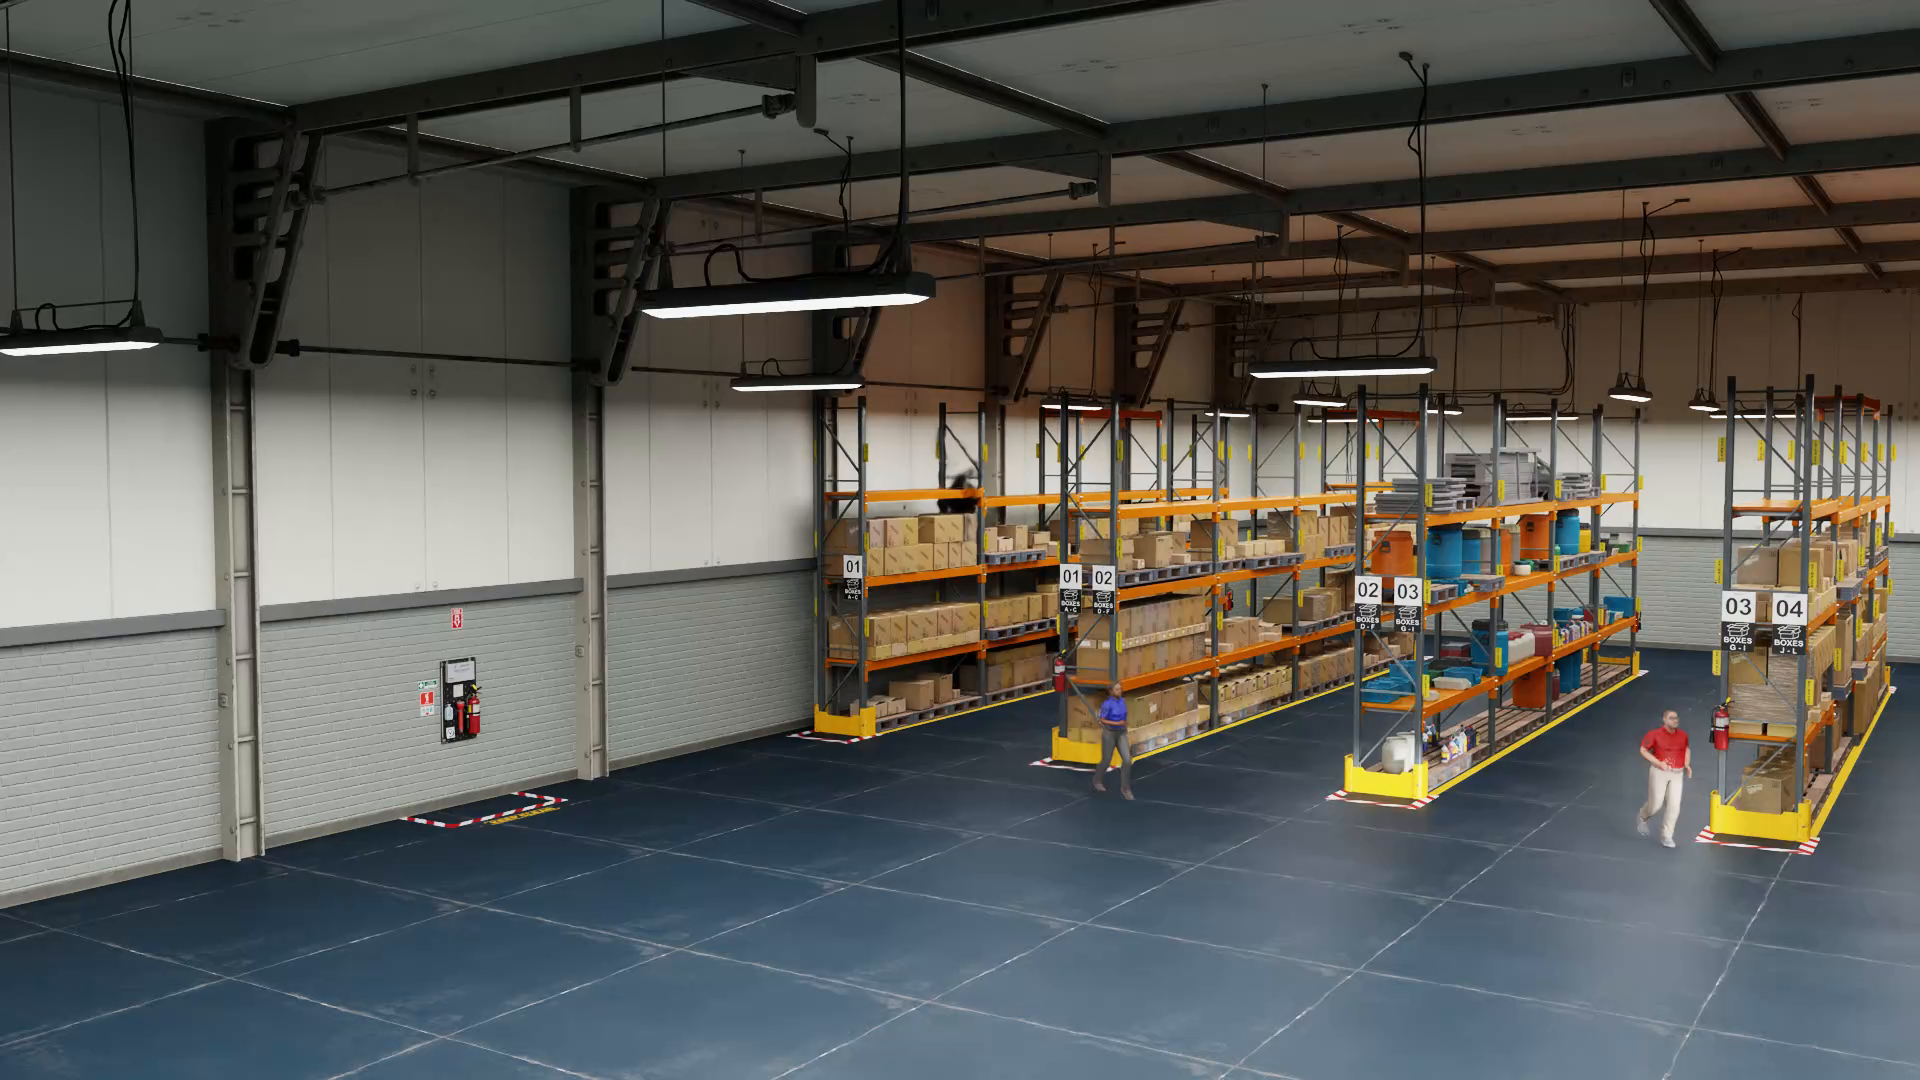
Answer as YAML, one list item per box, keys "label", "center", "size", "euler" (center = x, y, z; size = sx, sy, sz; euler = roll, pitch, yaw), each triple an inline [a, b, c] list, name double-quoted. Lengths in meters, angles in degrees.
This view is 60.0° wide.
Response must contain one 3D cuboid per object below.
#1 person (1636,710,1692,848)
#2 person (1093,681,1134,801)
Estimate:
- label: "person"
  center: [9.061, 3.023, 21.321]
  size: [0.701, 1.700, 0.826]
  euler: [0, 3, -3]
- label: "person"
  center: [2.229, 2.905, 24.162]
  size: [0.588, 1.725, 0.791]
  euler: [-2, 4, -32]
